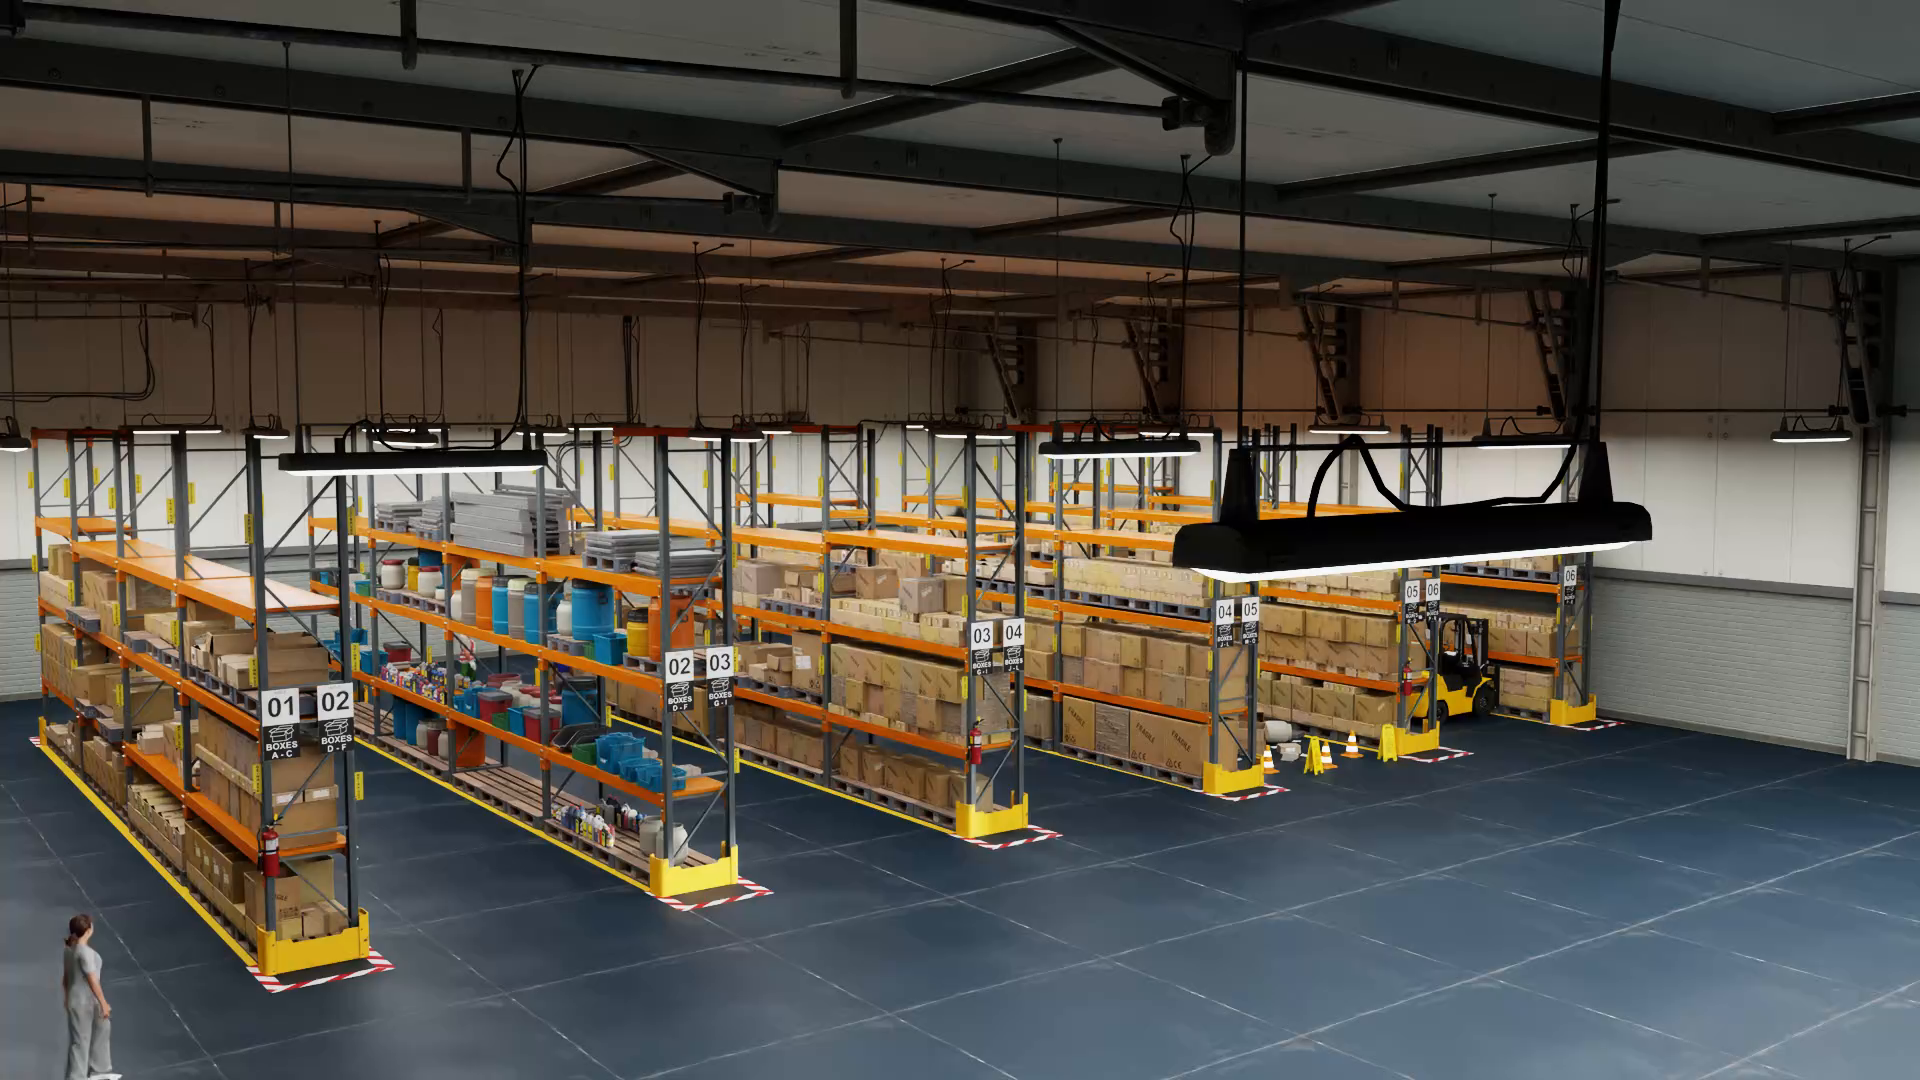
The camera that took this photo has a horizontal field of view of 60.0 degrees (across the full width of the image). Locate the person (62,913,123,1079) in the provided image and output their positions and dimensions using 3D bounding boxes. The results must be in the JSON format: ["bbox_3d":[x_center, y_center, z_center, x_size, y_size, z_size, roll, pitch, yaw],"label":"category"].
[{"bbox_3d":[-8.083,4.305,15.460,0.482,1.698,0.457,-2,5,-26],"label":"person"}]

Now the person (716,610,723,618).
[{"bbox_3d":[-6.077,2.153,41.749,0.920,1.700,0.560,1,5,13],"label":"person"}]

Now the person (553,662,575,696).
[{"bbox_3d":[-7.996,2.862,33.652,0.479,1.676,0.433,0,4,-2],"label":"person"}]

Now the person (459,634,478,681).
[{"bbox_3d":[-10.474,2.645,35.575,0.485,1.800,0.587,0,4,5],"label":"person"}]
